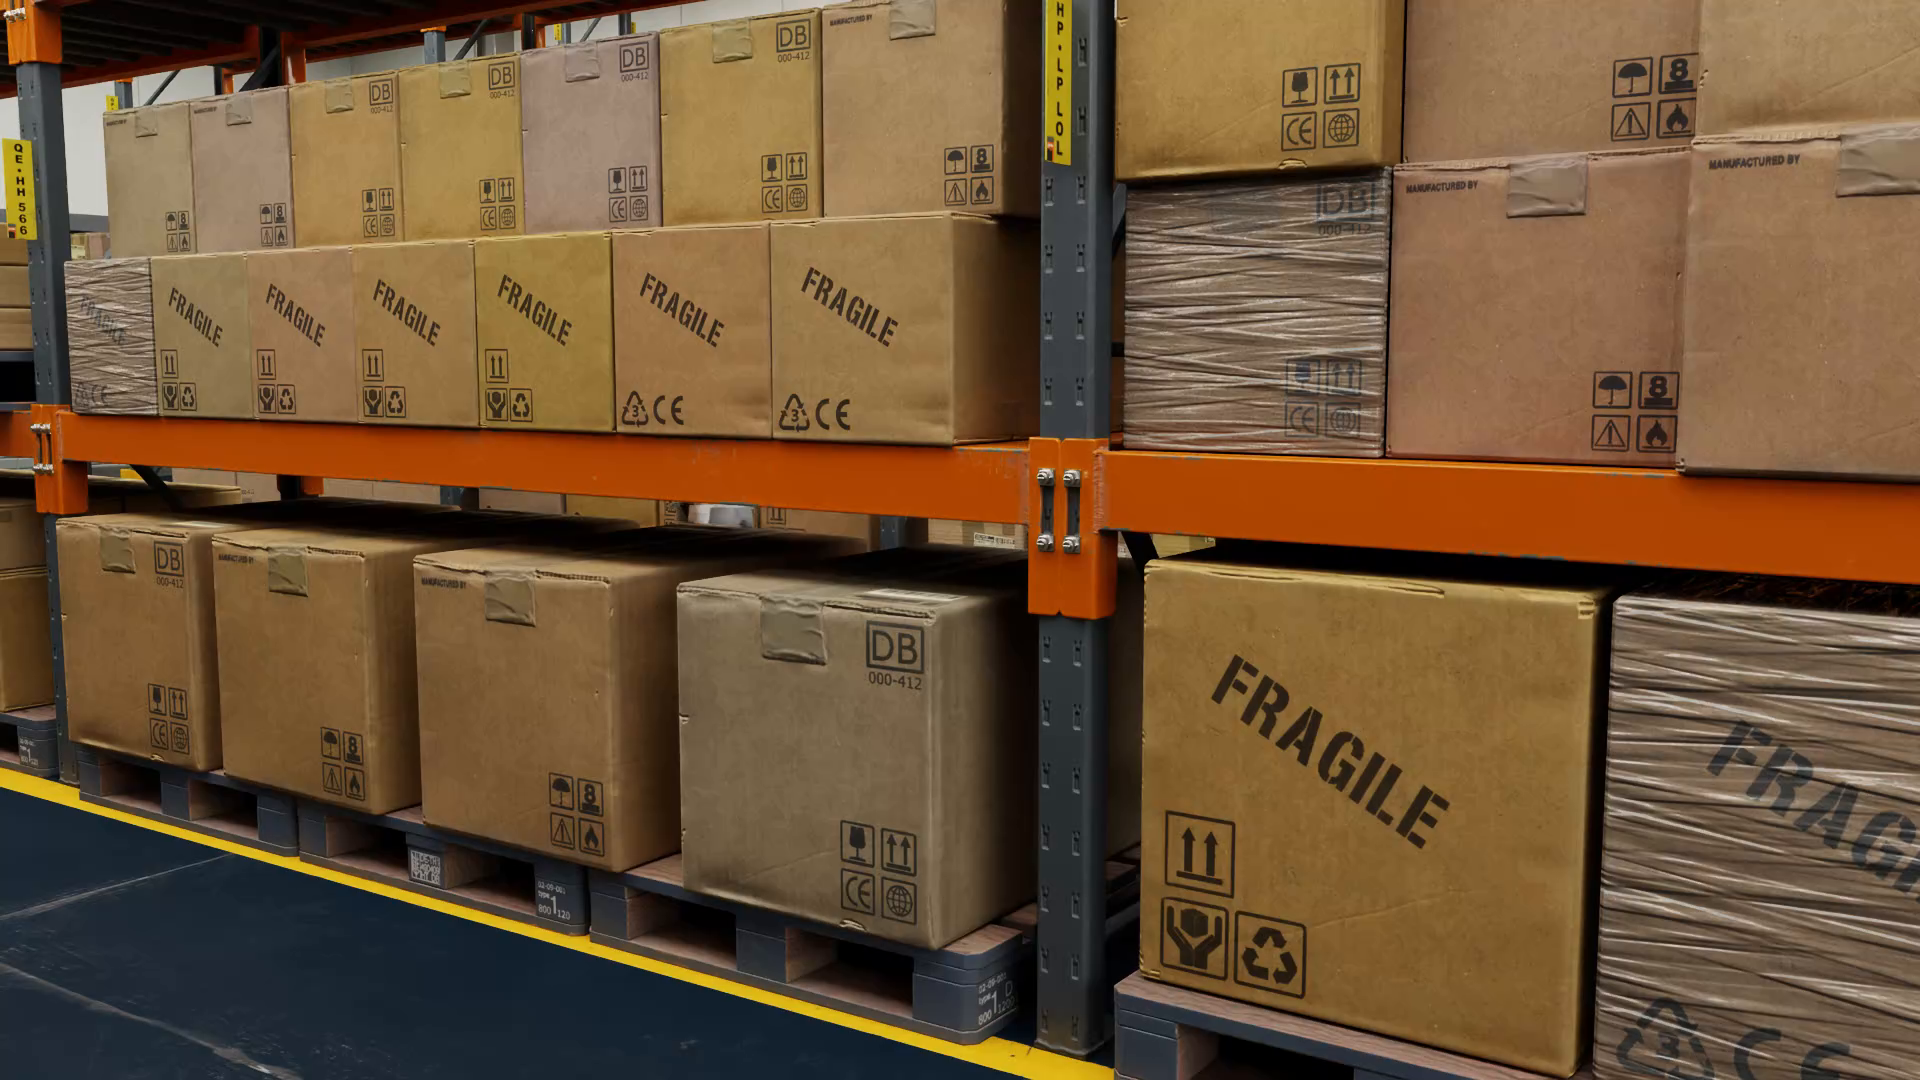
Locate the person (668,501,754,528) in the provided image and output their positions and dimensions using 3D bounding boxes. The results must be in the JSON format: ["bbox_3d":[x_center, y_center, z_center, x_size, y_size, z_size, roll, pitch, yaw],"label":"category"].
[{"bbox_3d":[-1.019,-0.076,6.607,0.636,1.674,0.507,2,7,17],"label":"person"}]
